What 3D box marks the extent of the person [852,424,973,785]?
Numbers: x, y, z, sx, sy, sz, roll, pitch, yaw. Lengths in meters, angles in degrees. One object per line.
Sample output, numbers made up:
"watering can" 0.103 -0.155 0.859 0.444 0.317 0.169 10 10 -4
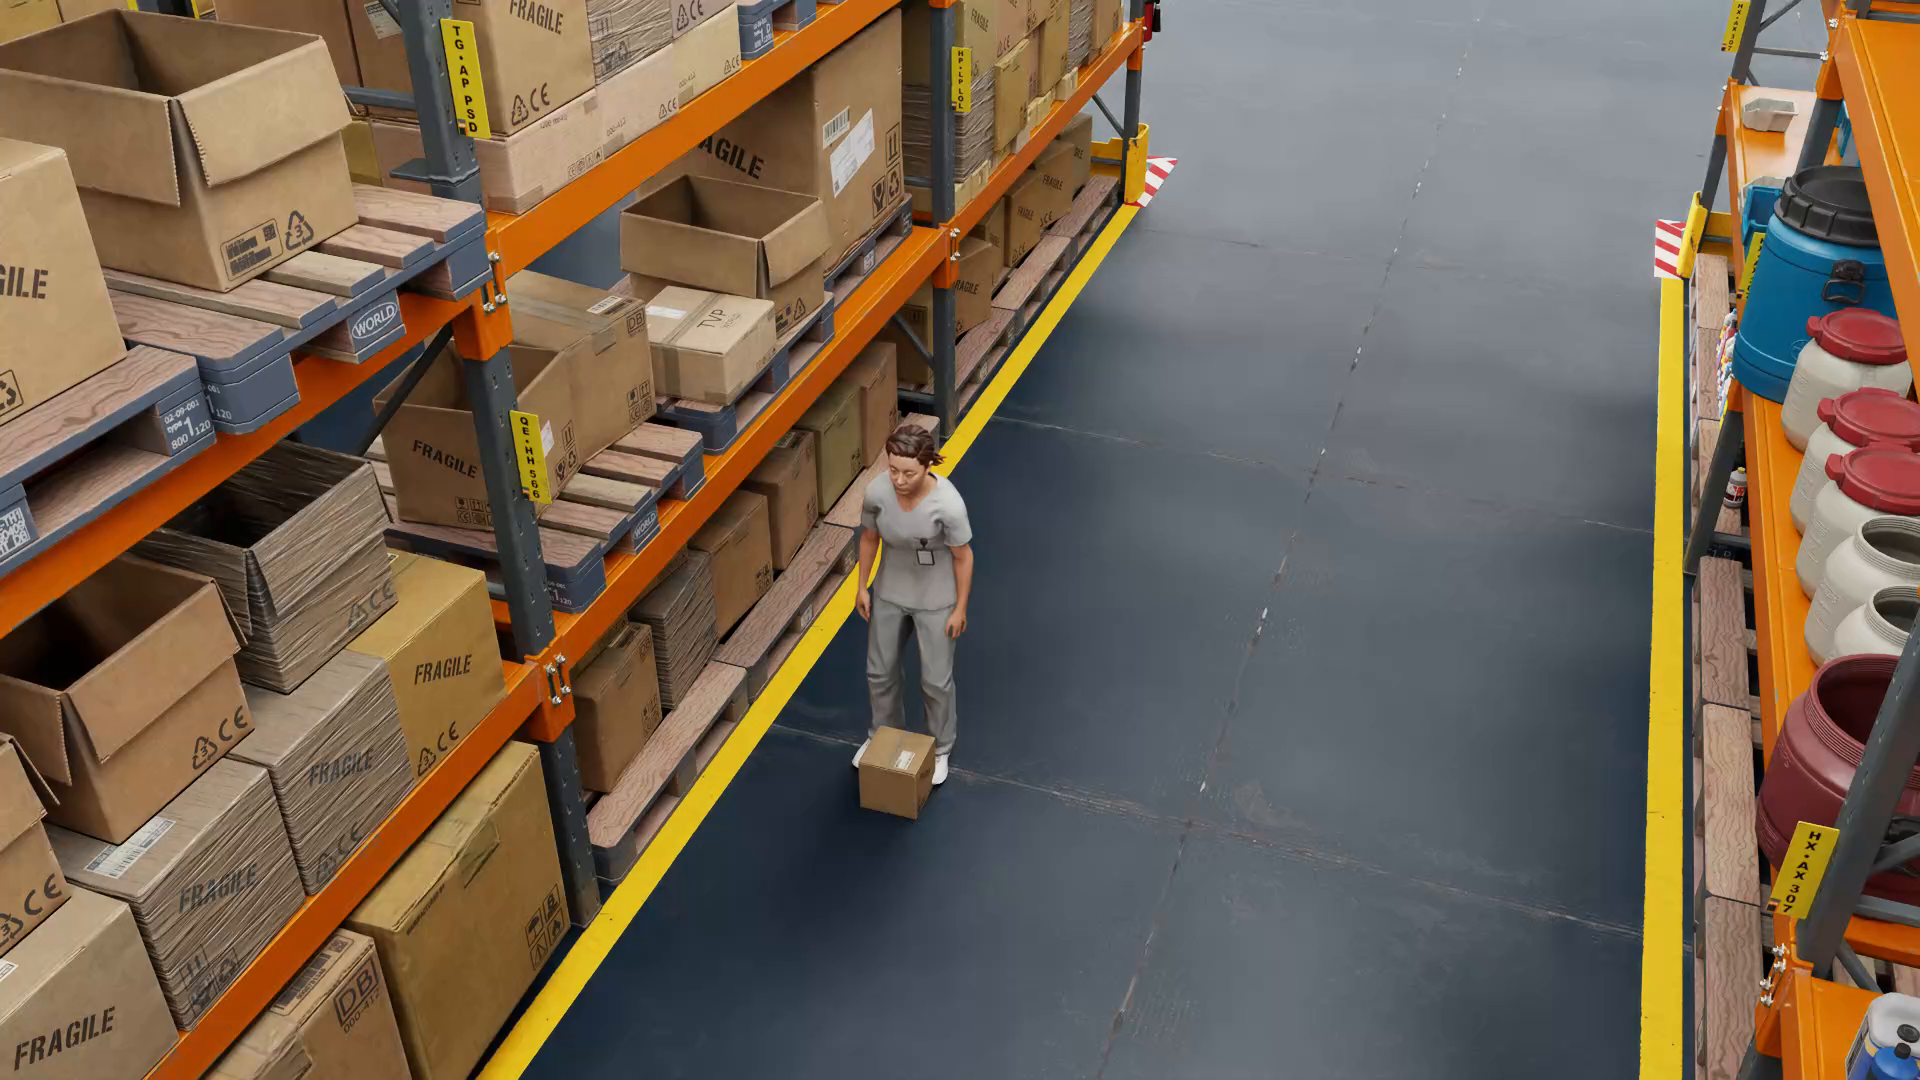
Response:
"person" -0.189 0.245 6.770 0.485 1.672 0.358 11 35 16
